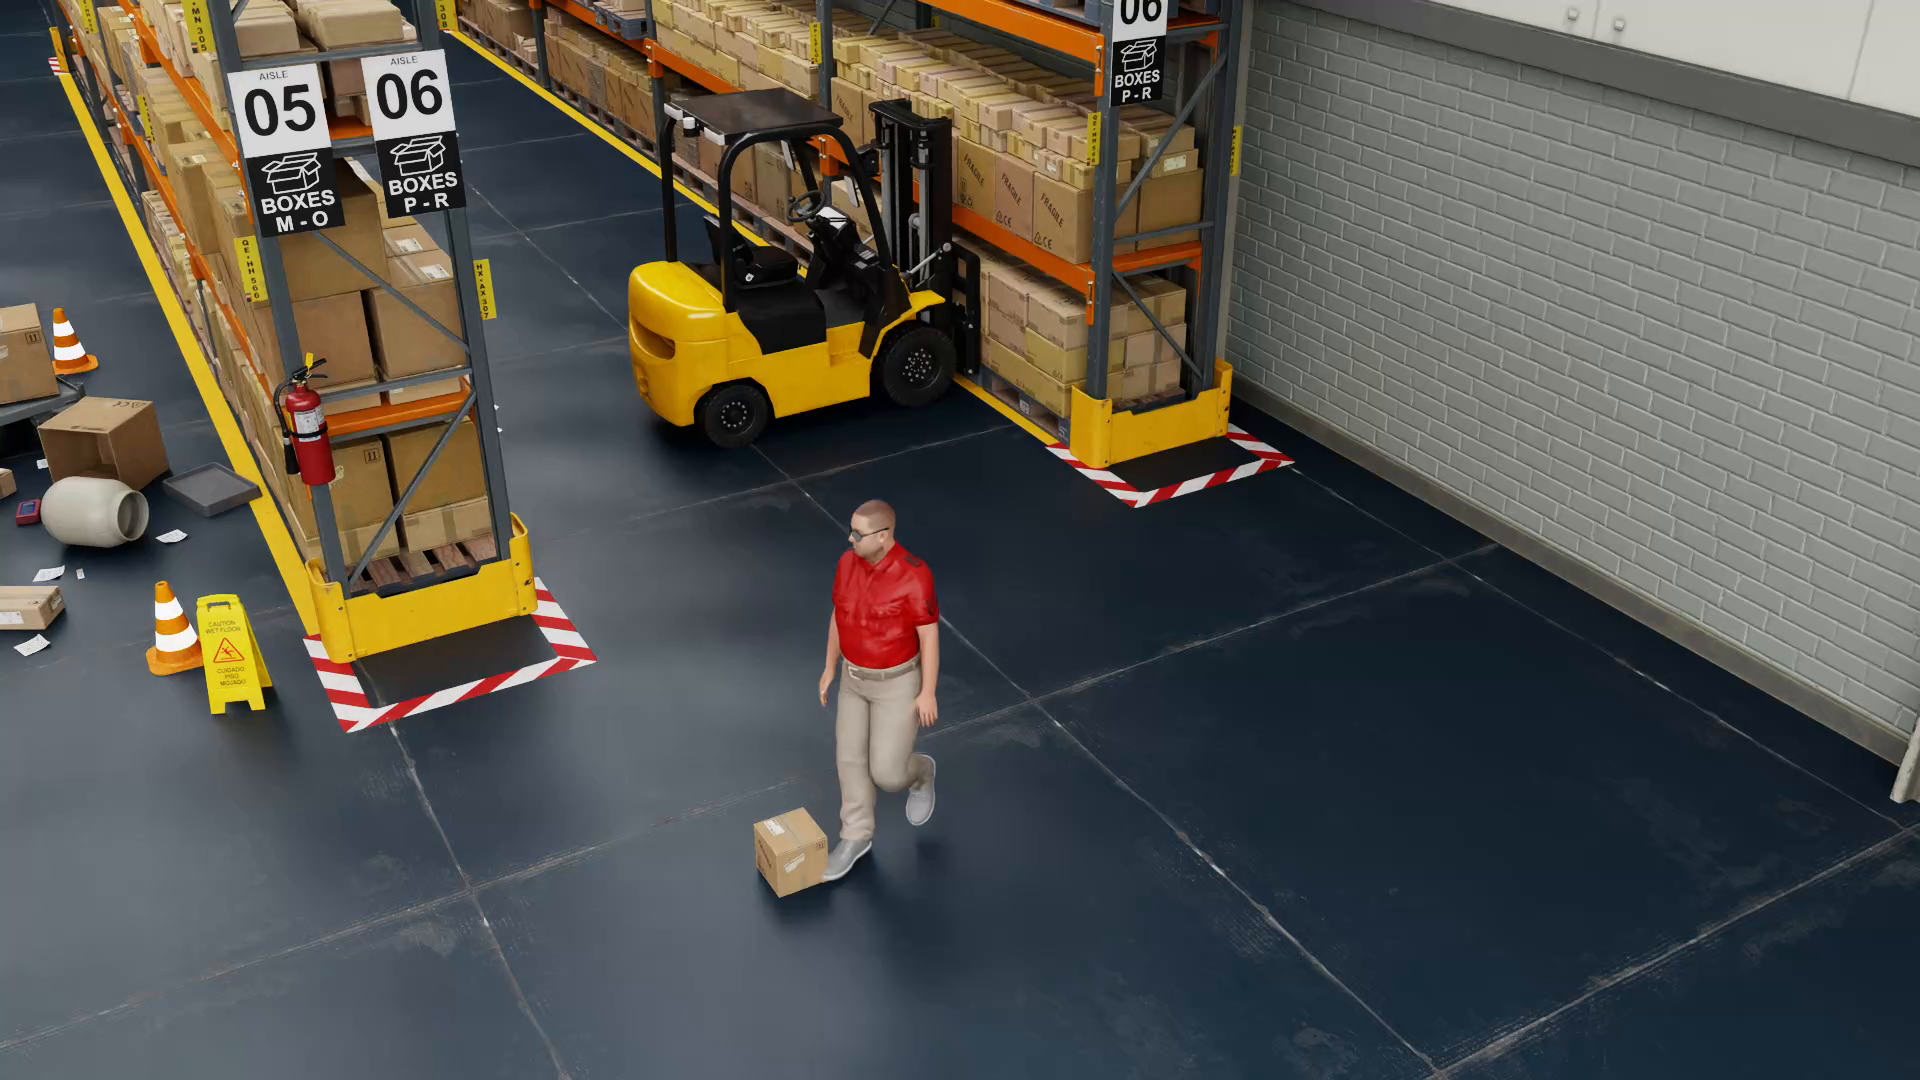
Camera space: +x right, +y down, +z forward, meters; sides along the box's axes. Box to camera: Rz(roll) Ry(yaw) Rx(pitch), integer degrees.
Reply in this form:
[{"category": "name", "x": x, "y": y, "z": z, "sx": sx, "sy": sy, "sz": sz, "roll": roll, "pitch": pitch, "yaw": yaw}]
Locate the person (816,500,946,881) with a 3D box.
[{"category": "person", "x": -0.412, "y": 0.678, "z": 7.336, "sx": 0.618, "sy": 1.718, "sz": 0.625, "roll": 23, "pitch": 36, "yaw": 35}]
